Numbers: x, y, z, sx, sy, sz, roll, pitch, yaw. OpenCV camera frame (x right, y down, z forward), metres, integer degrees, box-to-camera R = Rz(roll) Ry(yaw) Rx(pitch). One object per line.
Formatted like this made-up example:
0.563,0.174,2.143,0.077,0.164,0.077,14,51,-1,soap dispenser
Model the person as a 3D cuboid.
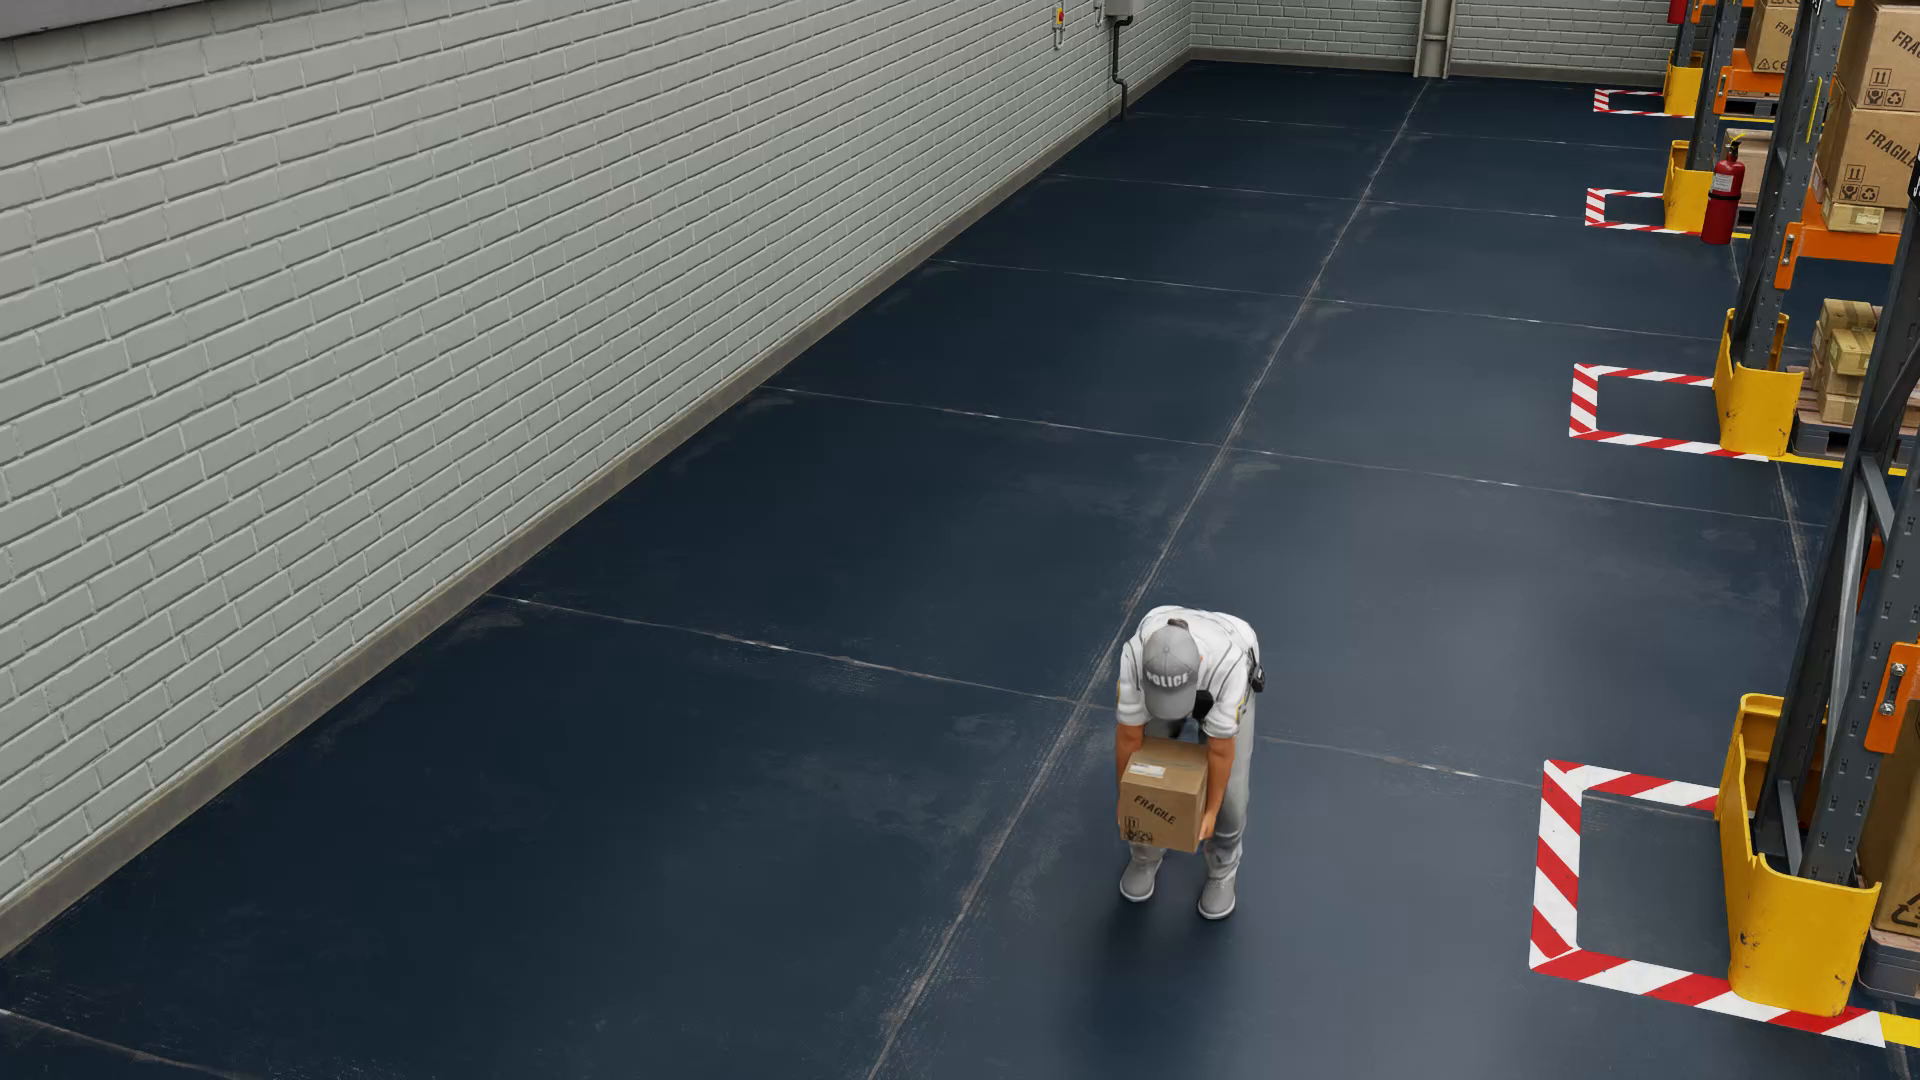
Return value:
0.728,0.727,5.513,0.458,1.323,0.875,8,27,16,person
